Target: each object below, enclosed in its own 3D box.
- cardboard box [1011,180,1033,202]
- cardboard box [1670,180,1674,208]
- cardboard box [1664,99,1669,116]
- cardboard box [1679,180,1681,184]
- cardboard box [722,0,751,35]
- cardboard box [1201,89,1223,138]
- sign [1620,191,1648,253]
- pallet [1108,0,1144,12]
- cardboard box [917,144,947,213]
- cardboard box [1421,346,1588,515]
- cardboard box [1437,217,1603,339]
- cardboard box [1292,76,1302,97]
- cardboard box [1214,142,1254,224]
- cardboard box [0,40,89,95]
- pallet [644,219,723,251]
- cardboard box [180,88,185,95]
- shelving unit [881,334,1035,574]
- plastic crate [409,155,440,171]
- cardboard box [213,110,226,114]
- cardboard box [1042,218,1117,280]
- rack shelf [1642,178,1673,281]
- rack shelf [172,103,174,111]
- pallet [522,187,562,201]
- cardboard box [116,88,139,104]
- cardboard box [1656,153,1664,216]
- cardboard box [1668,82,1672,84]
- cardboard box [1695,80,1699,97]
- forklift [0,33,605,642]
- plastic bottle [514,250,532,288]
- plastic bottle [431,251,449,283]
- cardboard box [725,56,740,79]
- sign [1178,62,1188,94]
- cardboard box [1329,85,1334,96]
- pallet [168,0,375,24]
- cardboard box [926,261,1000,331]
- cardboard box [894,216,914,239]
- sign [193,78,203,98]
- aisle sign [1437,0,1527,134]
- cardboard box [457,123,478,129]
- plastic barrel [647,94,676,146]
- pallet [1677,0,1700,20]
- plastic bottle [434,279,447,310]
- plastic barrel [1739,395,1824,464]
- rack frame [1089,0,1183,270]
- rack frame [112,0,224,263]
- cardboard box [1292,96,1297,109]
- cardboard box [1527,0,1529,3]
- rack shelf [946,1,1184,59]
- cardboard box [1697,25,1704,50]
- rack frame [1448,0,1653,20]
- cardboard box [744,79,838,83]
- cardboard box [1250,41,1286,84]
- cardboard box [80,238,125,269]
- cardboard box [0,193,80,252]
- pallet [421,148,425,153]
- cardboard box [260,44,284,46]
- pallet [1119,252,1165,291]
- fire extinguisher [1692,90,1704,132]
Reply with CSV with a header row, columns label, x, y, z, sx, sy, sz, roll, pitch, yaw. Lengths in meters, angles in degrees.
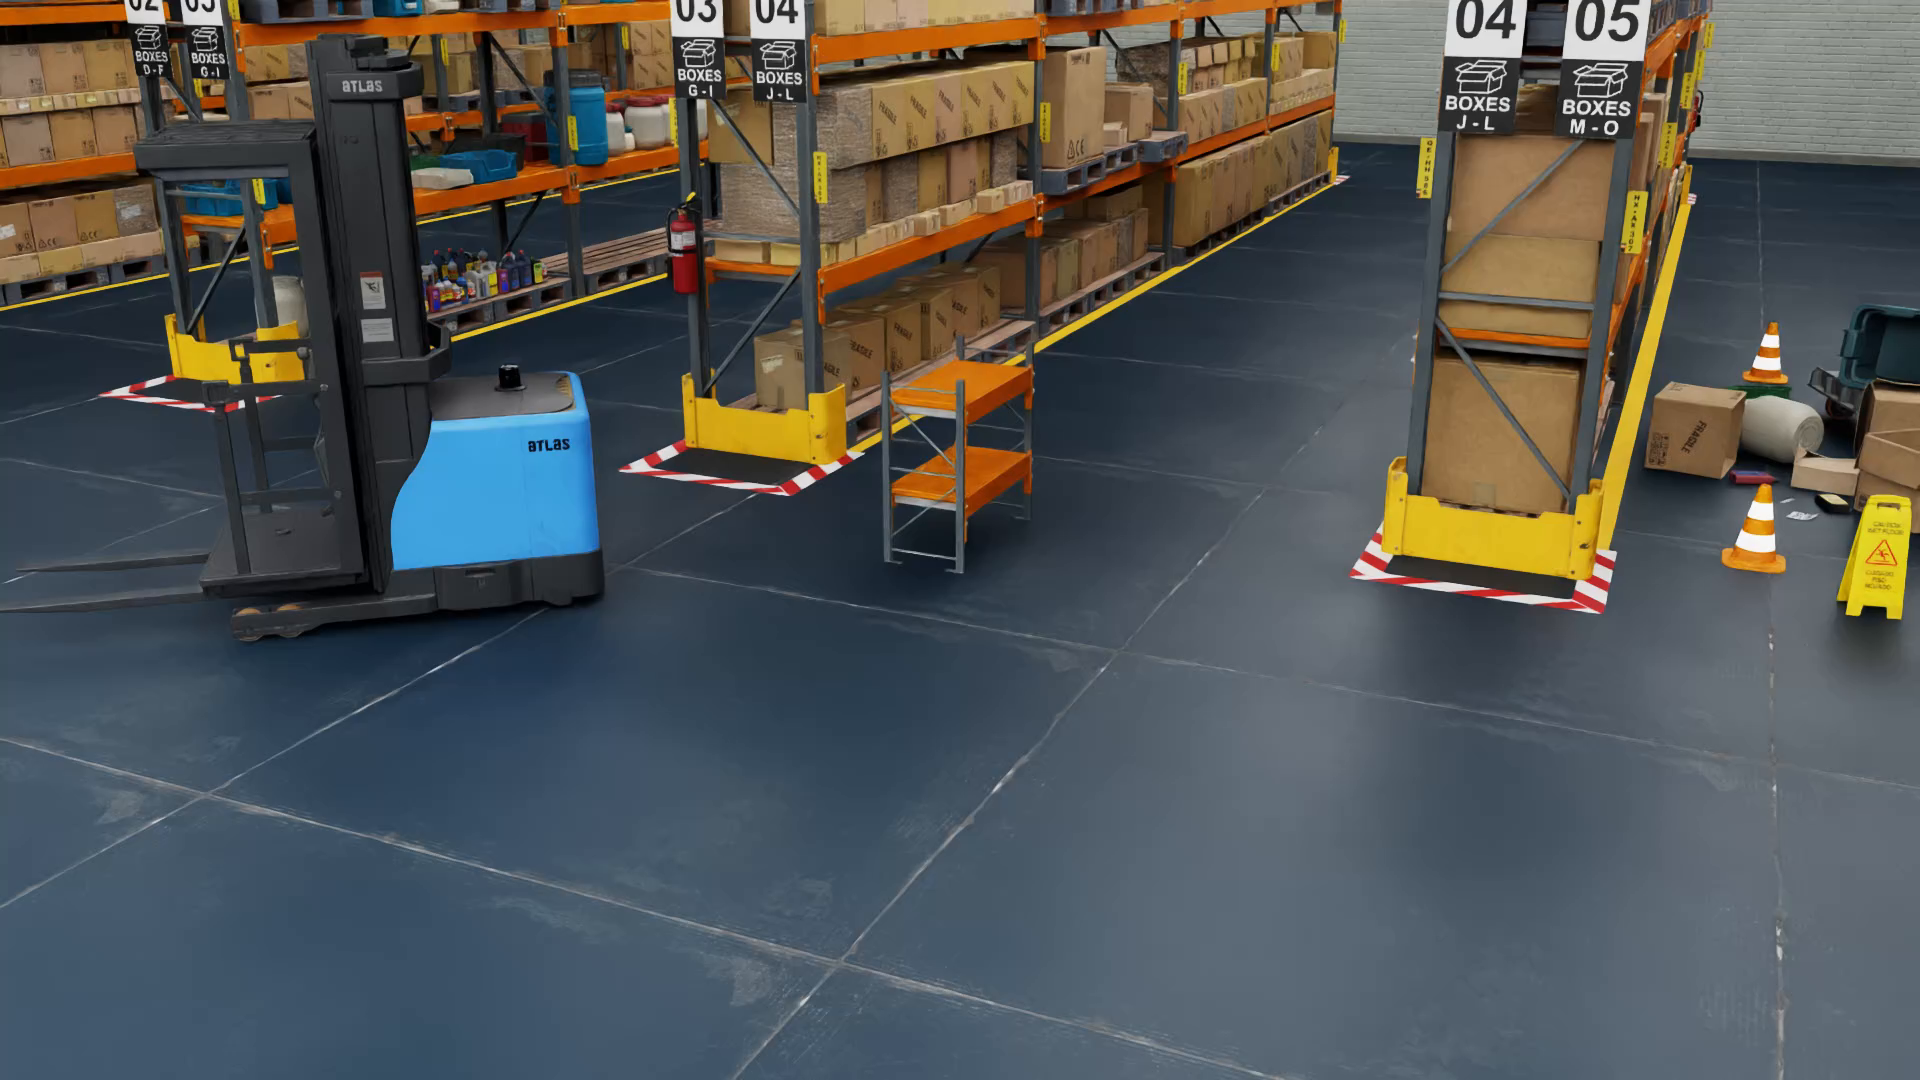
label,x,y,z,sx,sy,sz,roll,pitch,yaw
cardboard box,0.409,-3.030,14.387,0.380,0.149,0.250,9,21,23
cardboard box,7.488,-3.781,18.107,0.500,0.250,0.500,8,21,20
cardboard box,6.719,-4.241,16.279,0.380,0.149,0.250,9,21,23
cardboard box,9.260,-4.686,21.853,0.380,0.149,0.250,9,21,24
cardboard box,-1.443,-3.556,11.239,0.500,0.250,0.500,9,22,24
cardboard box,2.730,-4.950,19.263,0.500,0.500,0.500,8,21,22
sign,3.579,-1.687,8.826,0.100,0.325,0.005,9,21,23
pallet,1.001,-5.071,15.554,1.213,0.211,1.003,9,21,23
cardboard box,-0.604,-2.851,12.915,0.875,0.500,0.500,9,21,23
cardboard box,3.292,-0.733,10.098,0.875,0.875,0.875,9,21,23
cardboard box,3.185,-1.510,9.515,0.875,0.550,0.550,9,21,23
cardboard box,4.352,-6.187,22.670,0.500,0.250,0.500,9,22,24
cardboard box,2.896,-4.425,20.479,1.225,0.875,0.875,8,21,21
cardboard box,-9.394,-4.829,16.985,0.700,0.500,0.500,9,21,23
pallet,-3.004,-3.611,19.808,1.003,0.211,1.213,9,21,23
cardboard box,-11.344,-6.476,24.047,0.380,0.149,0.250,8,21,22
shelving unit,0.003,-0.532,9.786,0.538,1.125,1.048,9,21,23
plastic crate,-5.103,-3.458,15.531,0.450,0.188,0.662,9,21,23
cardboard box,-10.904,-6.175,25.436,0.750,0.750,0.750,8,21,22
cardboard box,1.170,-2.953,16.871,0.700,0.500,0.500,11,22,27
rack shelf,5.532,-2.815,14.482,1.077,0.370,4.000,9,21,23
rack shelf,-12.509,-5.566,22.216,1.077,0.370,4.000,9,21,23
pallet,-6.328,-5.118,24.046,1.003,0.211,1.213,9,21,23
cardboard box,-8.931,-4.699,17.588,0.380,0.149,0.250,8,21,21
cardboard box,5.380,-2.868,13.408,0.500,0.500,0.500,9,21,23
cardboard box,7.678,-4.957,18.292,0.380,0.149,0.250,8,21,23
cardboard box,9.678,-6.226,22.405,0.500,0.500,0.500,9,21,24
forklift,-3.500,-1.057,8.568,3.031,2.935,1.130,-5,20,-15
plastic bottle,-4.290,-2.657,16.259,0.144,0.351,0.185,8,21,21
plastic bottle,-5.076,-2.646,16.228,0.144,0.351,0.185,8,21,20
cardboard box,-4.037,-7.997,27.829,0.500,0.500,0.500,9,21,23
sign,2.366,-4.914,17.699,0.100,0.325,0.005,9,21,23
cardboard box,5.298,-6.650,24.567,0.380,0.149,0.250,9,21,24
pallet,-5.499,-4.275,13.318,1.003,0.211,1.213,9,21,23
cardboard box,0.029,-2.158,14.663,0.500,0.500,0.500,8,21,21
cardboard box,-0.569,-2.351,12.477,0.380,0.149,0.250,9,21,23
sign,-8.300,-4.984,18.097,0.100,0.325,0.005,9,21,23
aisle sign,2.772,-2.564,8.823,0.394,0.787,0.004,9,21,23
cardboard box,-9.019,-7.447,29.536,0.700,0.500,0.500,8,21,21
plastic barrel,-3.220,-4.617,18.271,0.433,0.535,0.433,0,20,0
pallet,5.680,-4.544,14.073,1.003,0.211,1.213,10,22,25
plastic bottle,-4.760,-2.249,15.232,0.097,0.271,0.097,0,20,0
plastic barrel,5.648,-0.772,11.507,0.421,0.421,0.512,-9,22,-24
rack frame,1.867,-4.477,18.081,1.000,3.000,0.127,9,21,23
rack frame,-8.807,-4.615,18.468,1.000,3.000,0.127,9,21,23
cardboard box,4.355,-5.946,22.587,0.380,0.149,0.250,8,21,22
cardboard box,2.902,-3.008,9.073,0.380,0.149,0.250,9,21,23
rack shelf,1.048,-4.940,15.980,1.077,0.370,4.000,9,21,23
cardboard box,8.829,-6.062,20.451,0.500,0.500,0.500,9,21,24
rack frame,3.075,-4.147,8.199,1.000,3.000,0.127,9,21,23
cardboard box,-1.210,-3.046,11.970,0.500,0.500,0.500,9,21,23
cardboard box,3.934,-6.234,21.682,0.500,0.500,0.500,9,21,23
cardboard box,-9.203,-3.039,17.514,0.500,0.250,0.500,9,21,23
cardboard box,-9.406,-3.239,16.958,0.500,0.500,0.500,9,21,23
pallet,-9.171,-7.021,29.396,1.003,0.211,1.213,9,21,23
cardboard box,-10.645,-7.644,25.244,0.500,0.250,0.500,8,21,22
pallet,1.546,-2.925,17.877,1.003,0.211,1.213,9,21,23
fire extinguisher,10.151,-6.013,23.071,0.296,0.674,0.183,9,21,23
